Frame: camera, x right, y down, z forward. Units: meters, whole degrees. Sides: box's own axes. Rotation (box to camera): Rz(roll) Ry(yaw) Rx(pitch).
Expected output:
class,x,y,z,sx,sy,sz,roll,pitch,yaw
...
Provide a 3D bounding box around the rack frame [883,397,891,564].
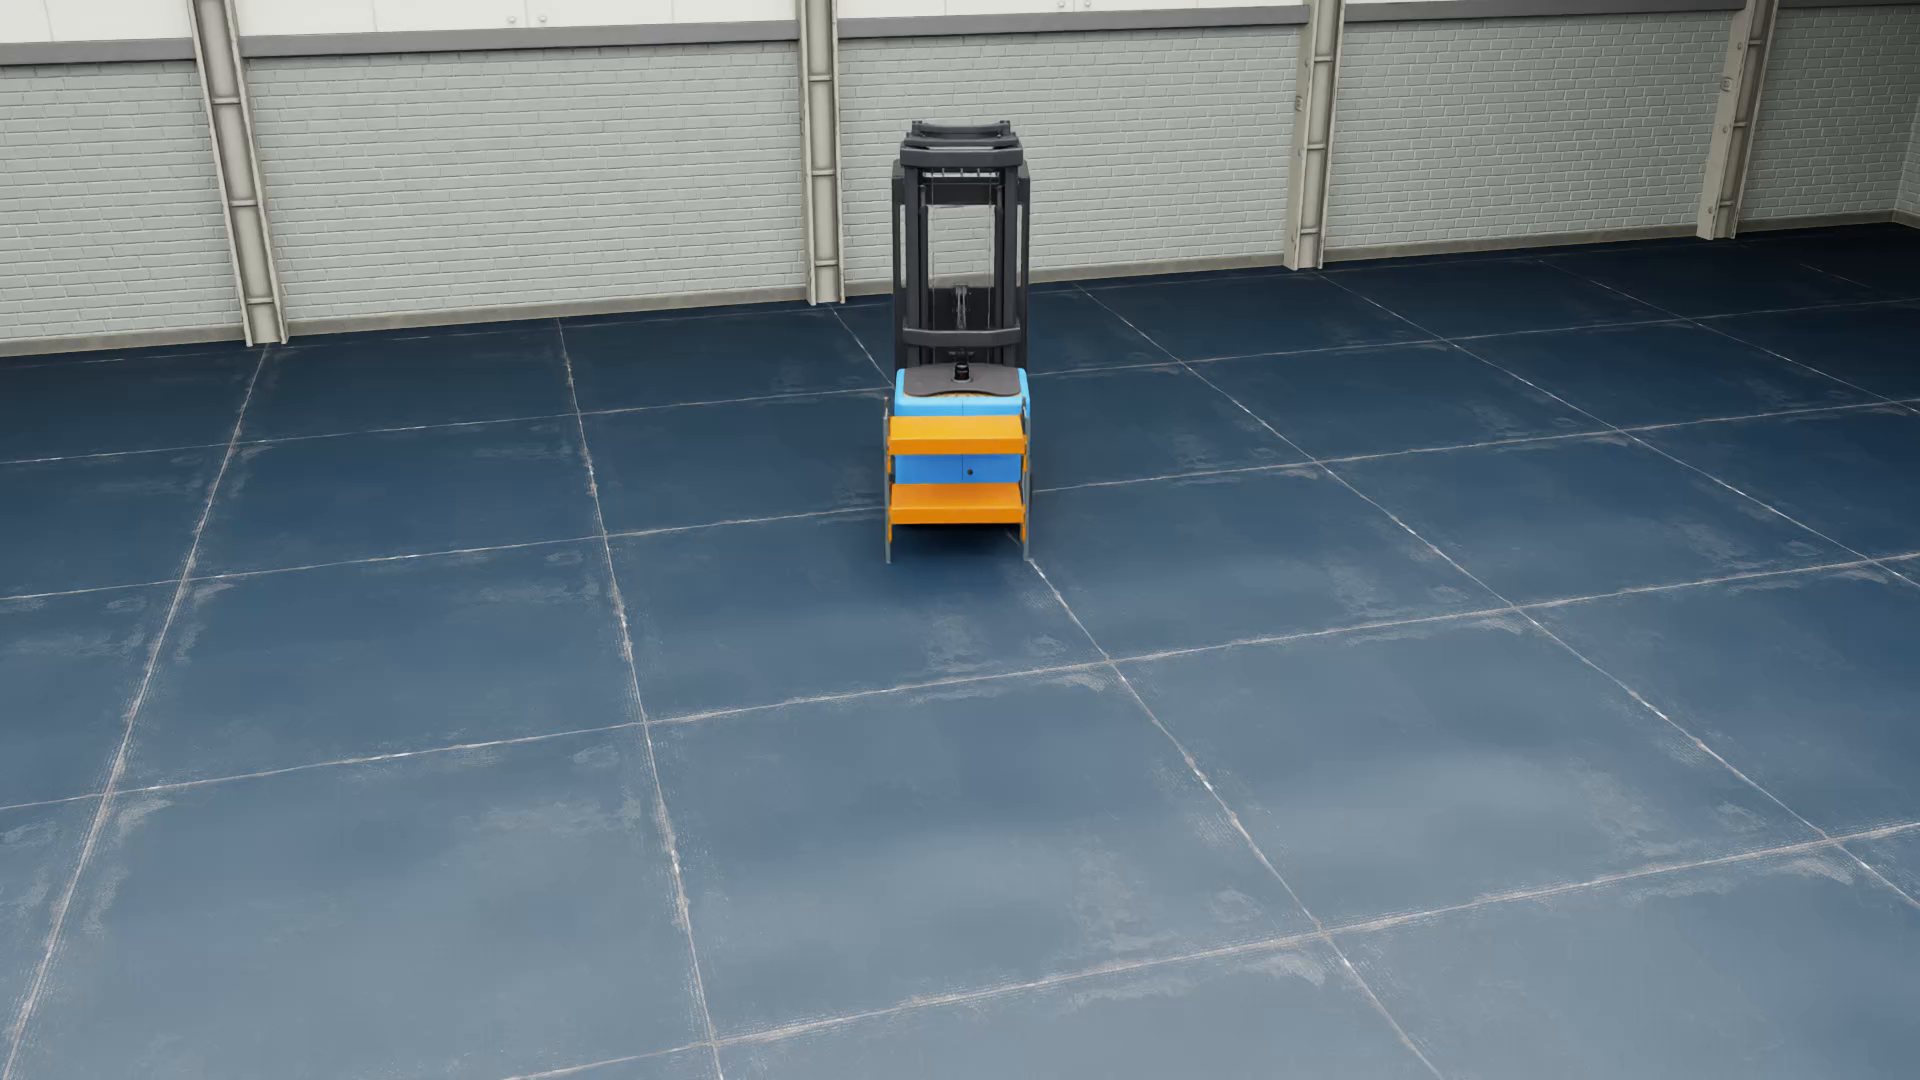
class,x,y,z,sx,sy,sz,roll,pitch,yaw
rack frame,-0.536,-0.439,12.278,0.032,1.125,0.500,-1,23,-1

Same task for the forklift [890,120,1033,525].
class,x,y,z,sx,sy,sz,roll,pitch,yaw
forklift,0.004,-1.996,13.616,1.130,2.935,3.031,0,23,-1

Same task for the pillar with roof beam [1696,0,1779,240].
class,x,y,z,sx,sy,sz,roll,pitch,yaw
pillar with roof beam,11.175,-6.526,16.477,0.400,9.000,9.100,-6,24,-14

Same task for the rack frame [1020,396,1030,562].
class,x,y,z,sx,sy,sz,roll,pitch,yaw
rack frame,0.480,-0.450,12.302,0.032,1.125,0.500,-1,23,-1

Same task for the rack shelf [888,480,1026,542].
class,x,y,z,sx,sy,sz,roll,pitch,yaw
rack shelf,-0.028,-0.220,12.386,1.000,0.278,0.538,-1,23,-1

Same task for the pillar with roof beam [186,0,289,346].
class,x,y,z,sx,sy,sz,roll,pitch,yaw
pillar with roof beam,-6.156,-4.609,12.009,0.400,9.000,9.100,-6,24,-14

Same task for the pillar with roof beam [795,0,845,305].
class,x,y,z,sx,sy,sz,roll,pitch,yaw
pillar with roof beam,-0.379,-5.248,13.498,0.400,9.000,9.100,-6,24,-14

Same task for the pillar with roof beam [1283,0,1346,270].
class,x,y,z,sx,sy,sz,roll,pitch,yaw
pillar with roof beam,5.398,-5.887,14.987,0.400,9.000,9.100,-6,24,-14

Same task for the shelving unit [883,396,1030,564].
class,x,y,z,sx,sy,sz,roll,pitch,yaw
shelving unit,-0.028,-0.445,12.290,1.048,1.125,0.538,-1,23,-1

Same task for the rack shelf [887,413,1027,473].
class,x,y,z,sx,sy,sz,roll,pitch,yaw
rack shelf,-0.028,-0.714,12.174,1.000,0.278,0.538,-1,23,-1
